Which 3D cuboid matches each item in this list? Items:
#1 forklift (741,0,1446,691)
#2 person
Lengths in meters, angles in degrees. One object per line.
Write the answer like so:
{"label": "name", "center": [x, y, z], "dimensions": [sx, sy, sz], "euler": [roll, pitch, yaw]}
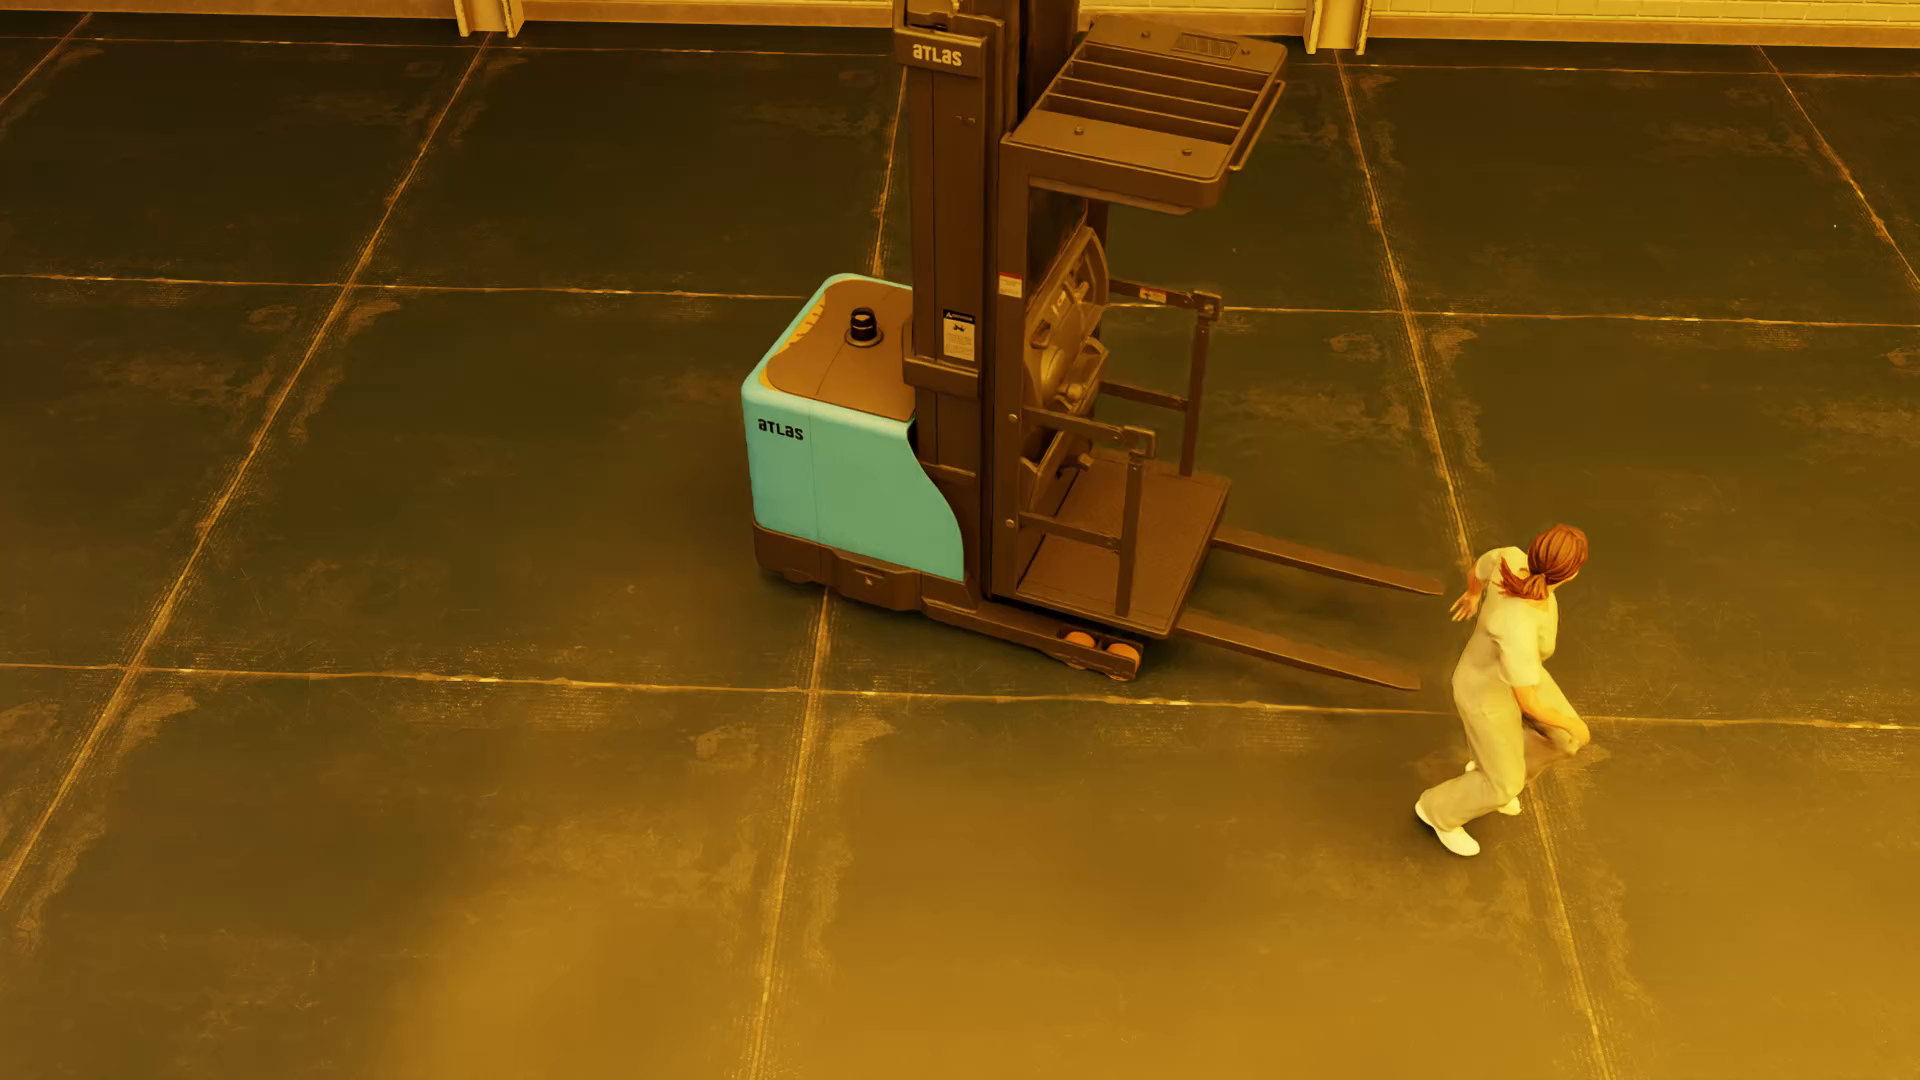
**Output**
{"label": "forklift", "center": [0.621, -0.878, 6.704], "dimensions": [3.031, 2.935, 1.130], "euler": [15, 44, 16]}
{"label": "person", "center": [2.031, 0.543, 6.150], "dimensions": [0.655, 1.617, 0.616], "euler": [23, 47, 24]}
